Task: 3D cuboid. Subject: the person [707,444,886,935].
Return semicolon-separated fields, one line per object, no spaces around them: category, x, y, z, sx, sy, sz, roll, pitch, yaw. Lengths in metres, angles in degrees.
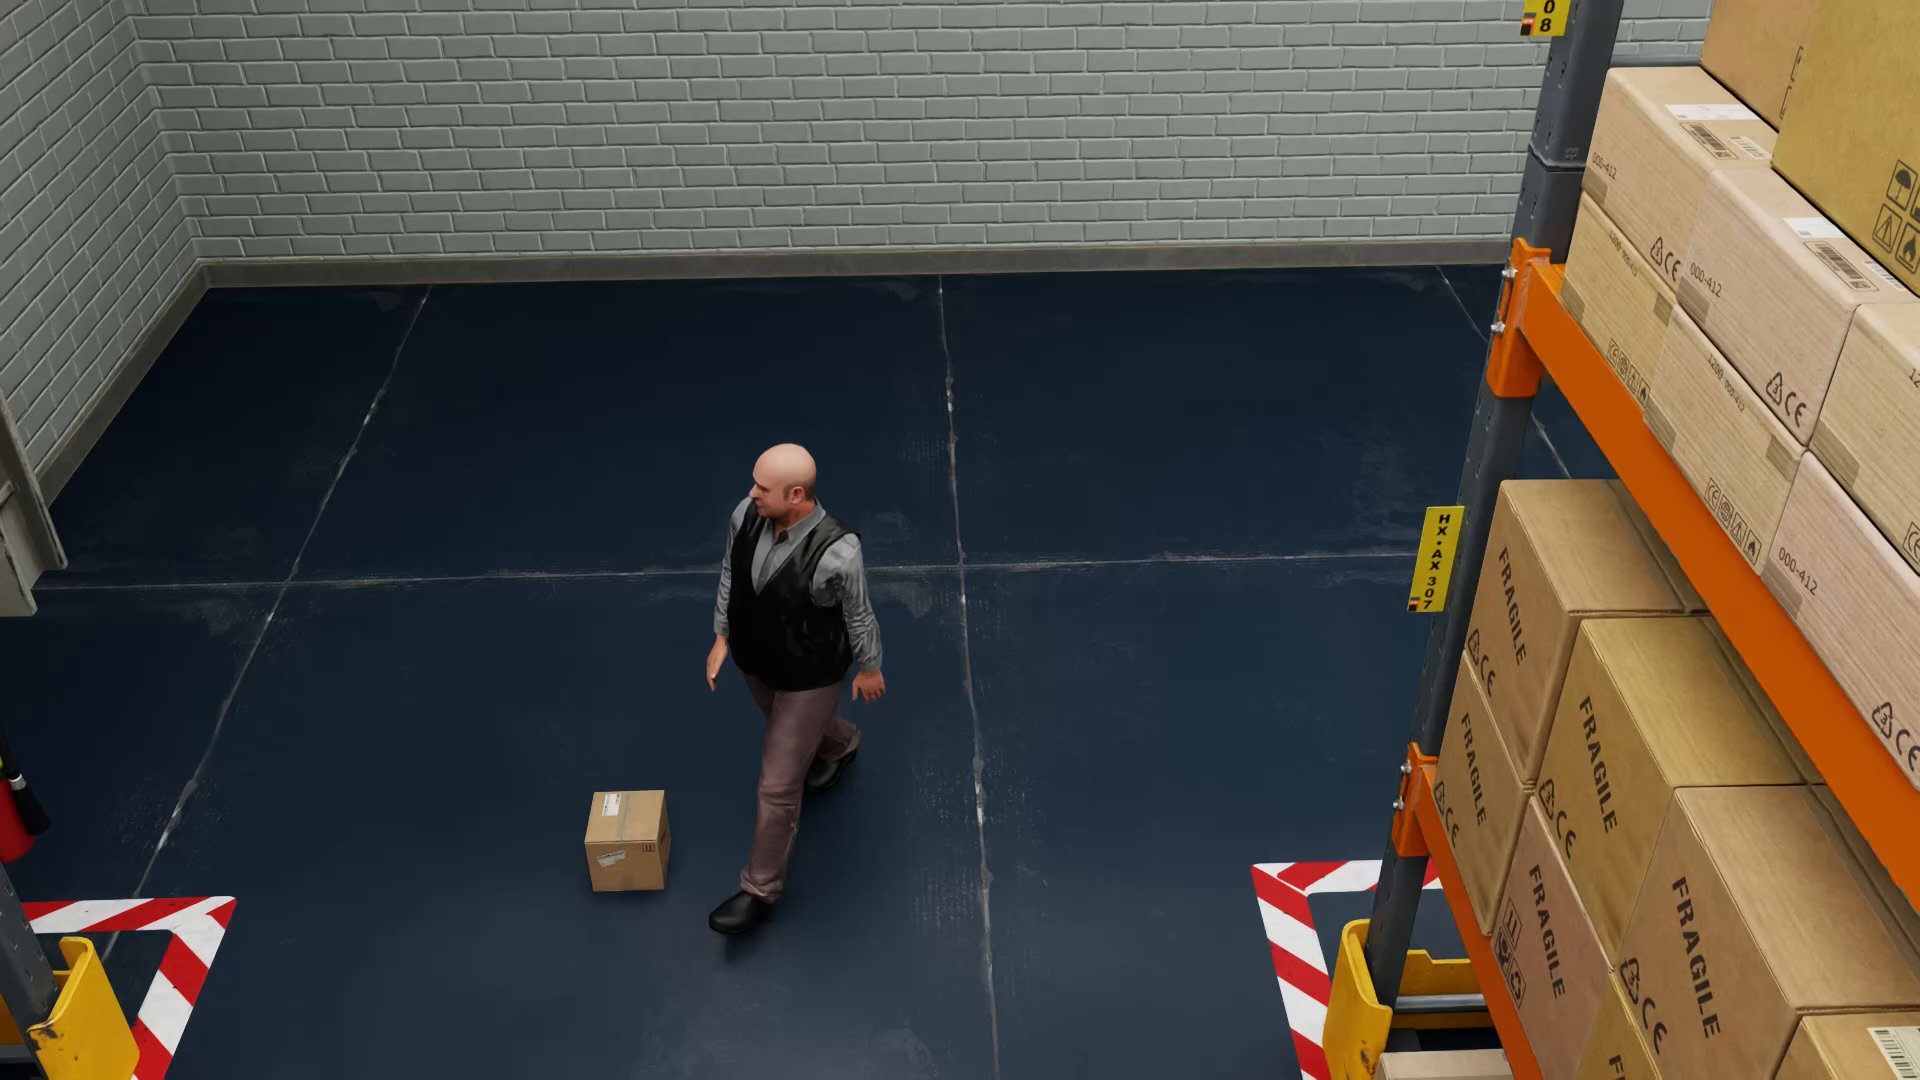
person;-0.627;0.436;5.573;0.559;1.663;1.046;25;42;31
